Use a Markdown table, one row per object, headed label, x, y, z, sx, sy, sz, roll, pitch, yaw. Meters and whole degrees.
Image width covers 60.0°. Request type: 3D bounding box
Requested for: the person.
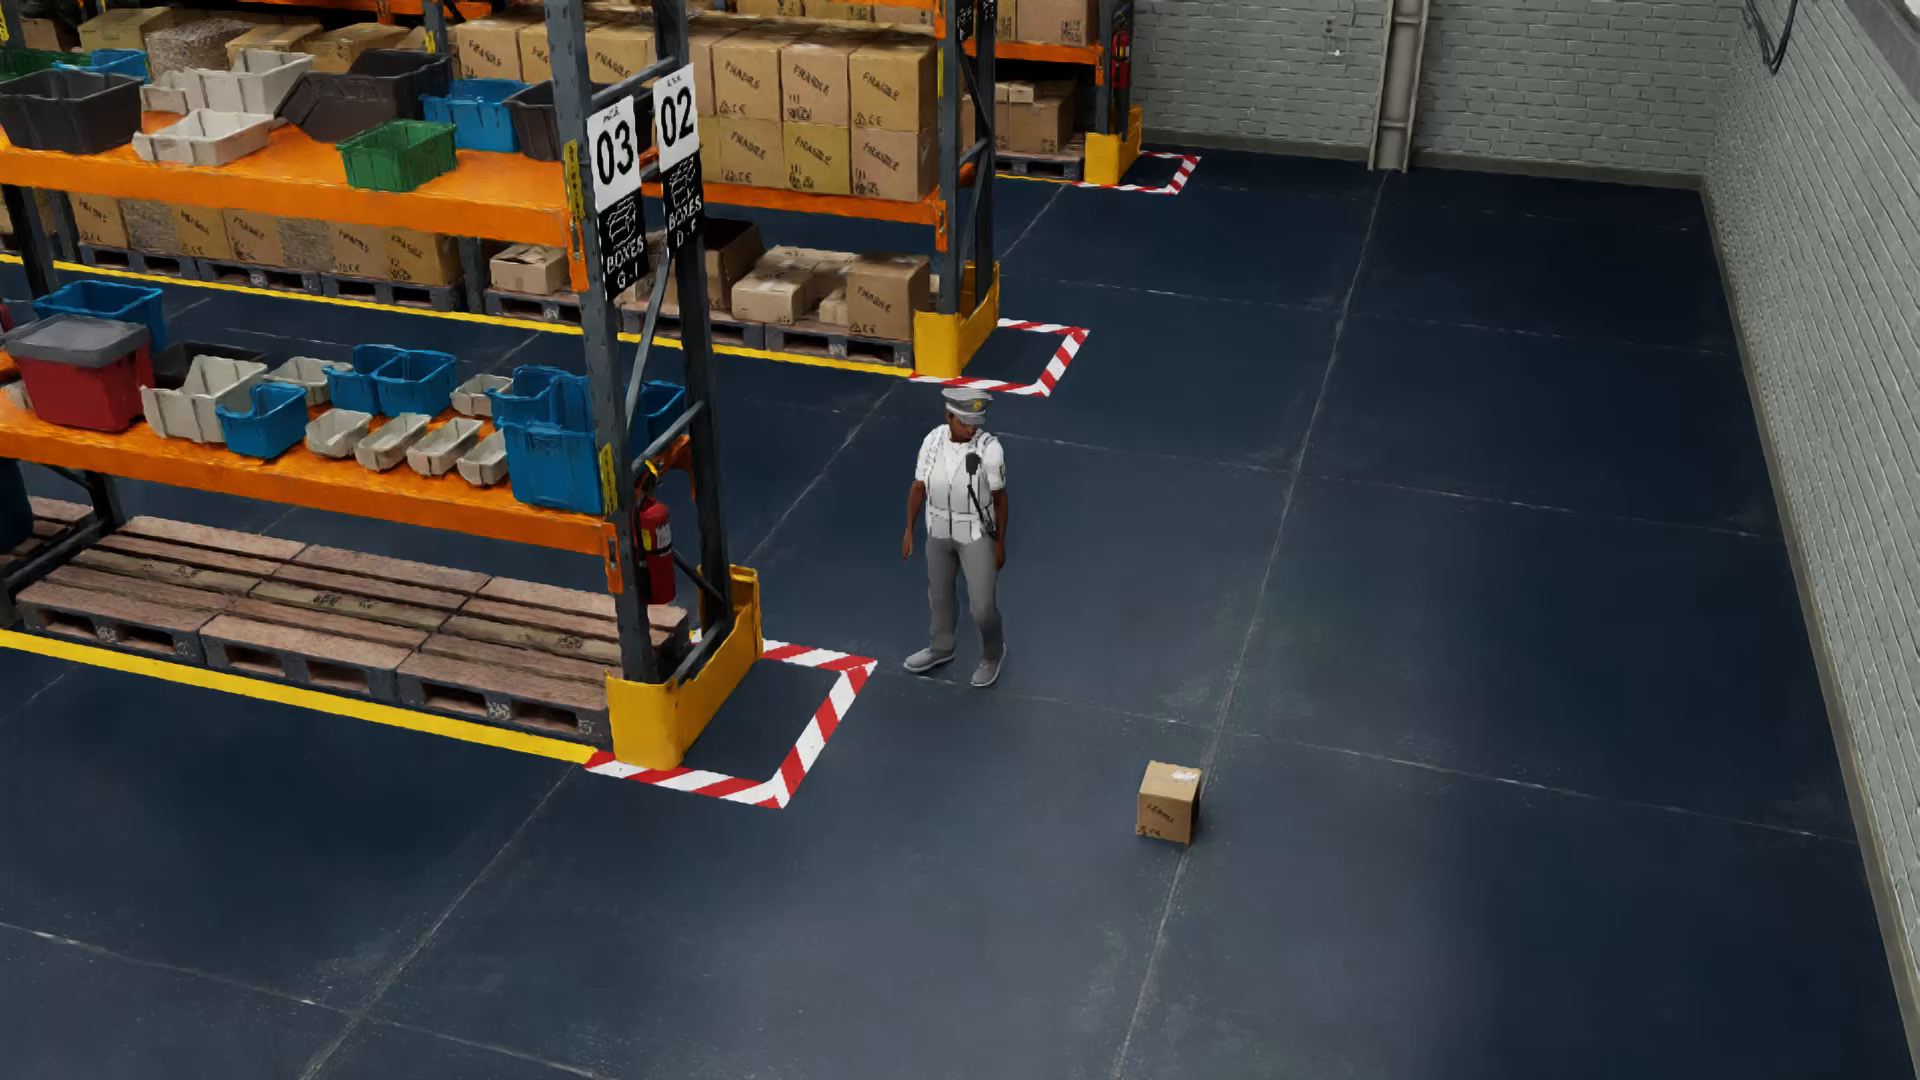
| label | x | y | z | sx | sy | sz | roll | pitch | yaw |
| --- | --- | --- | --- | --- | --- | --- | --- | --- | --- |
| person | -0.021 | -0.019 | 8.517 | 0.537 | 1.675 | 0.367 | 14 | 32 | 23 |
